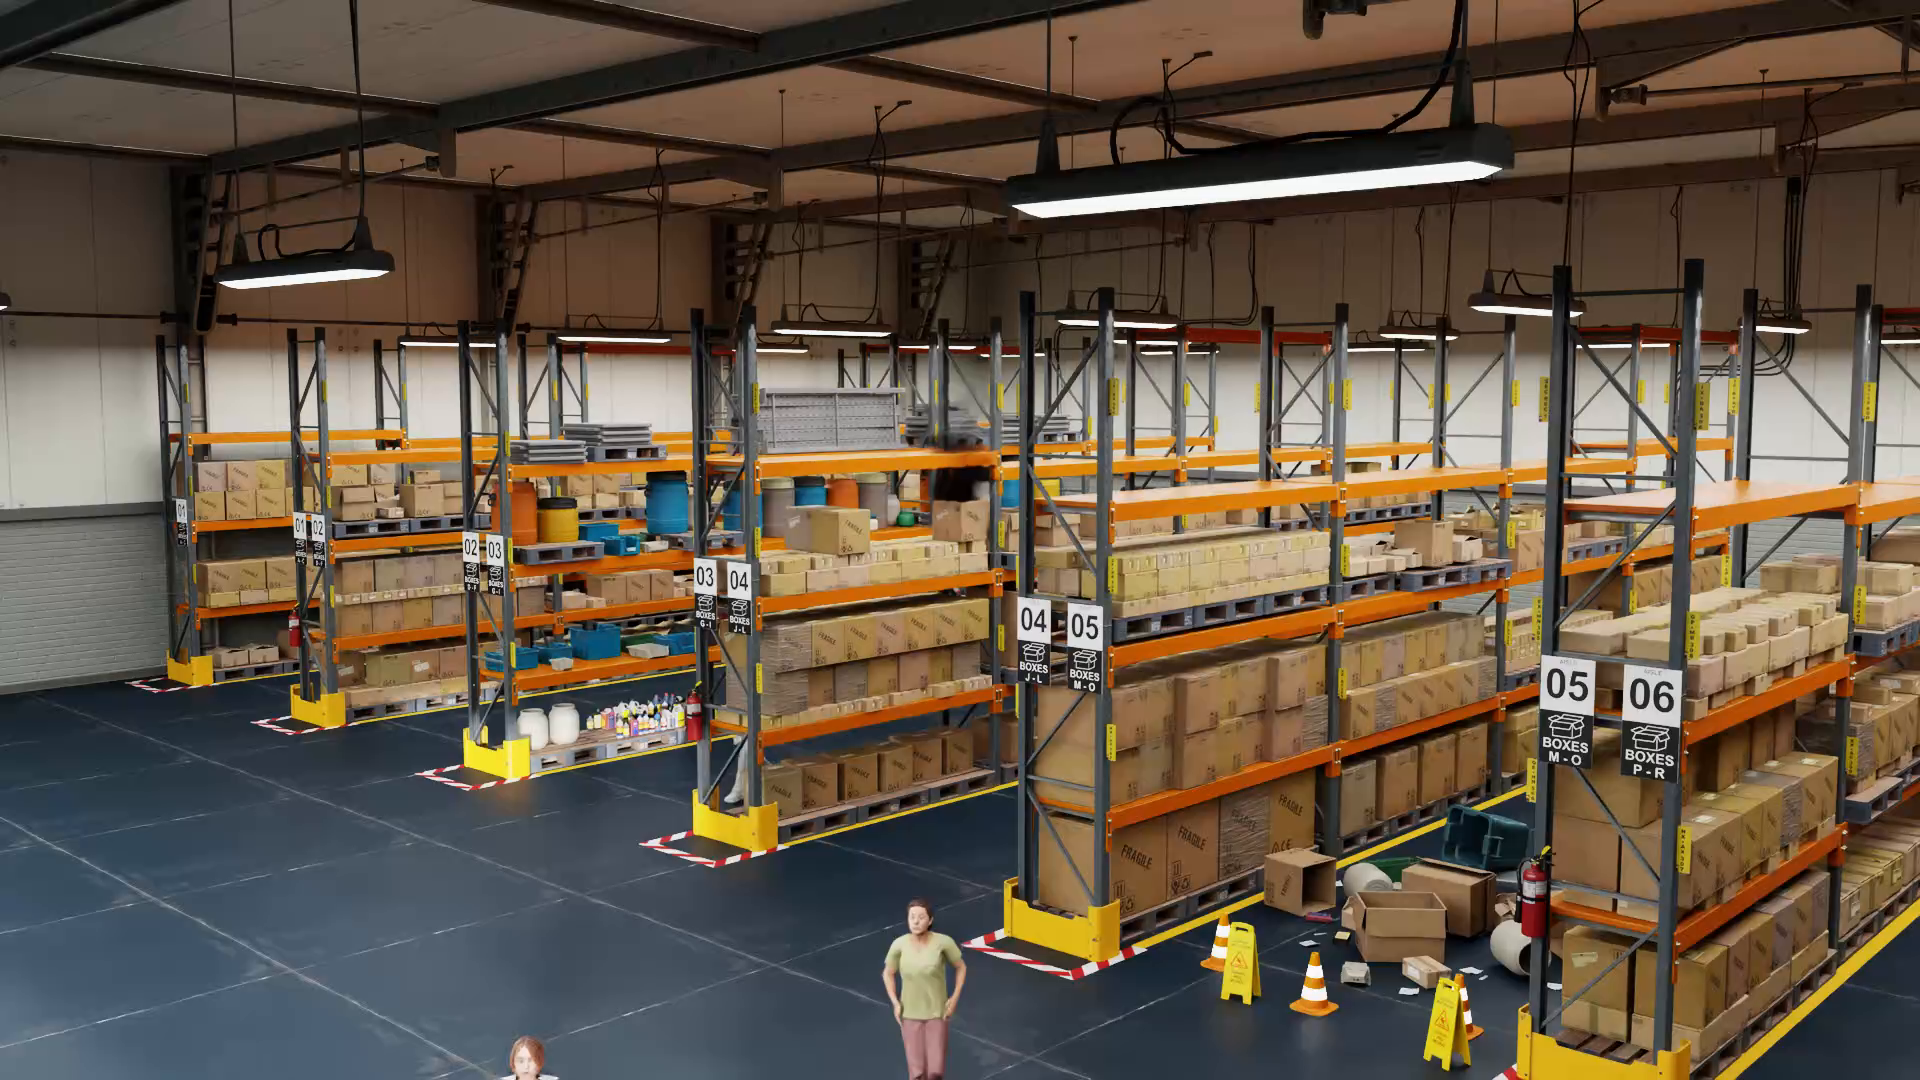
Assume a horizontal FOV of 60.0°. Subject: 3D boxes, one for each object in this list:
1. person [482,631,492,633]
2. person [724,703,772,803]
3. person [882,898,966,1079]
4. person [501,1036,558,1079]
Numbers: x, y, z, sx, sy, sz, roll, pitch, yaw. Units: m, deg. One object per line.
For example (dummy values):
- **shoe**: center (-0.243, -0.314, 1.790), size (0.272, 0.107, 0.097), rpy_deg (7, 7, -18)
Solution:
- **person**: center (-8.479, 1.475, 29.743), size (0.692, 1.833, 0.850), rpy_deg (3, 6, 33)
- **person**: center (-2.597, 2.311, 20.668), size (0.719, 1.764, 0.985), rpy_deg (4, 7, 36)
- **person**: center (-0.251, 3.284, 11.515), size (0.580, 1.630, 0.547), rpy_deg (0, 5, 4)
- **person**: center (-2.391, 3.515, 9.213), size (0.547, 1.566, 0.822), rpy_deg (-1, 5, -12)
